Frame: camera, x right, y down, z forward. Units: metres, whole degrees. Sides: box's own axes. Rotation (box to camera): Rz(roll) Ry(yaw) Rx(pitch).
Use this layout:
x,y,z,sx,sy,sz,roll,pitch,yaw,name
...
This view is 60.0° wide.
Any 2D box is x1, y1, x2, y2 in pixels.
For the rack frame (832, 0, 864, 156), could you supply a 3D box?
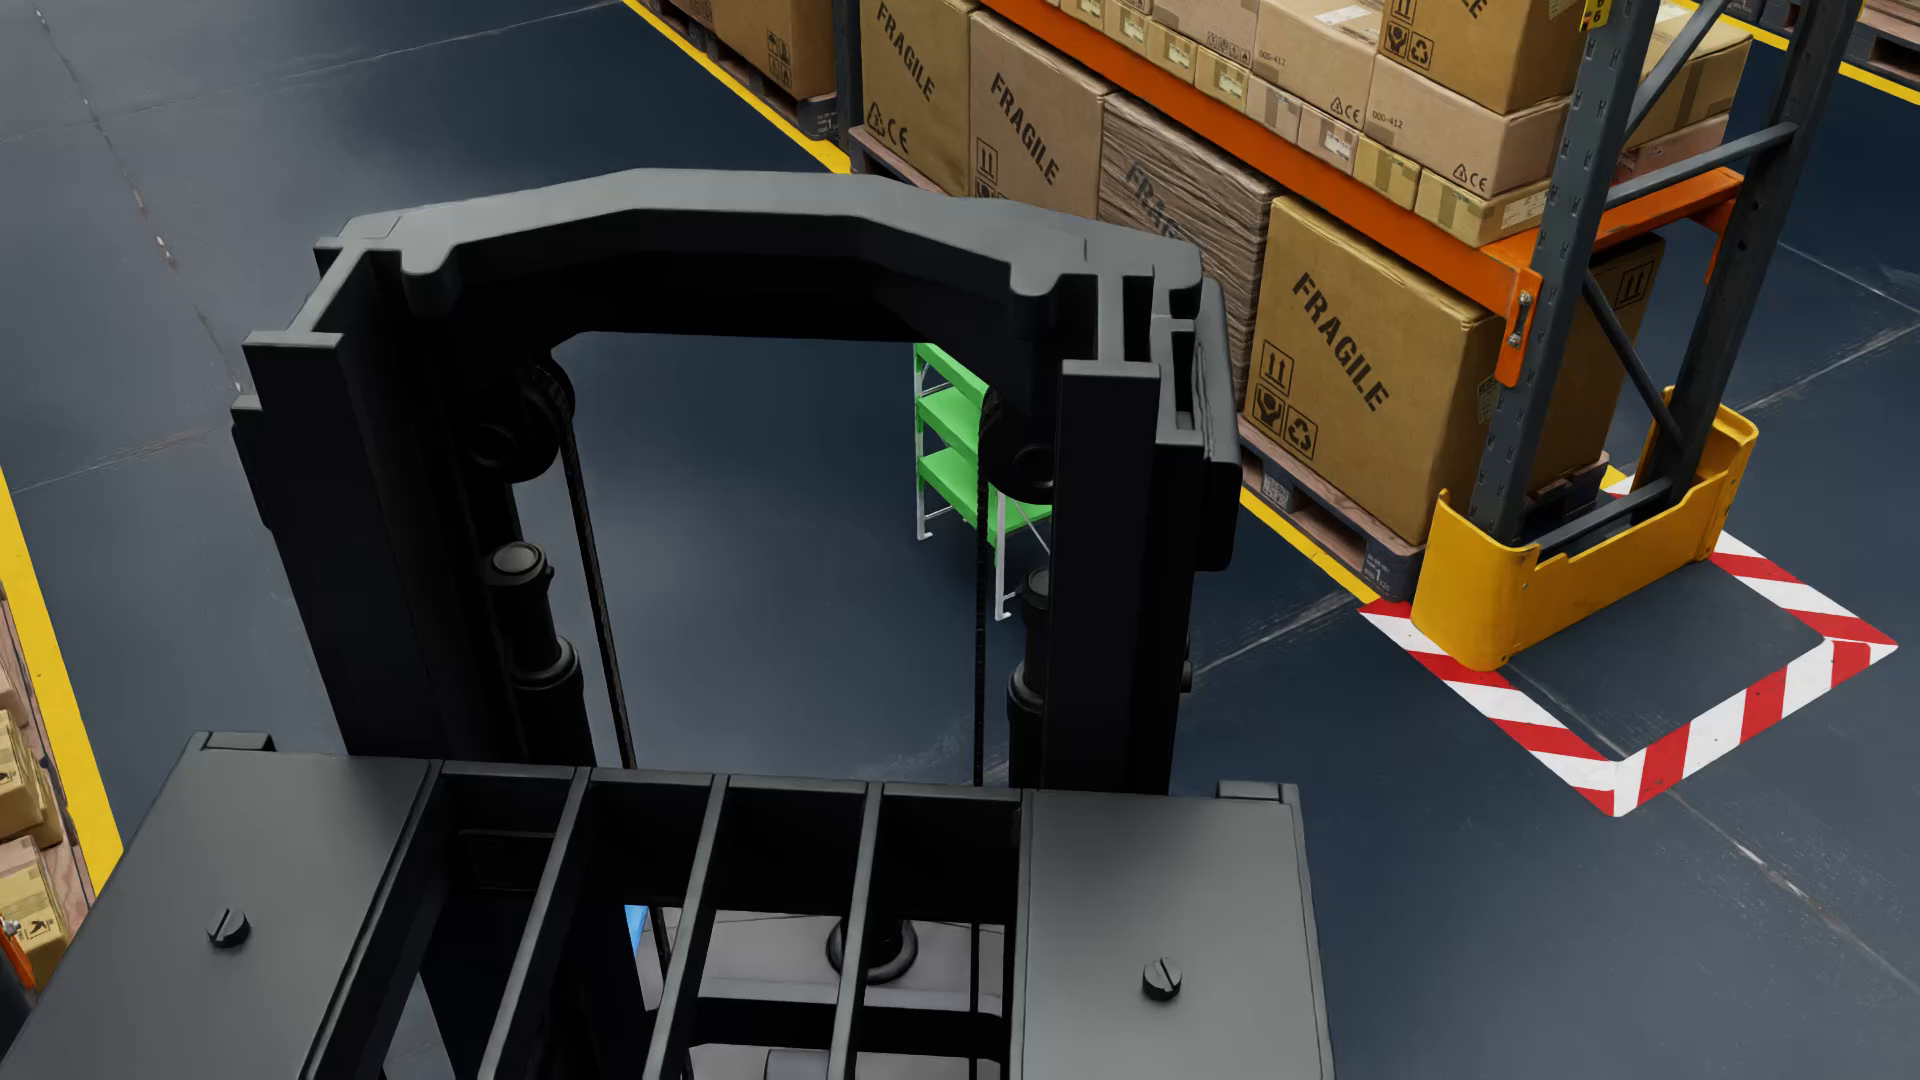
x,y,z,sx,sy,sz,roll,pitch,yaw,name
-0.131,-3.184,7.228,1.000,3.000,0.127,-22,45,-24,rack frame

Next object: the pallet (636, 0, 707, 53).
x,y,z,sx,sy,sz,roll,pitch,yaw,name
-1.270,-3.162,9.380,1.003,0.211,1.213,-22,45,-24,pallet

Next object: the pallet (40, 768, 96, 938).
x,y,z,sx,sy,sz,roll,pitch,yaw,name
-2.665,1.207,4.136,1.003,0.211,1.213,-22,45,-24,pallet

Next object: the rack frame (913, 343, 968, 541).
x,y,z,sx,sy,sz,roll,pitch,yaw,name
-0.042,-0.503,5.417,0.240,1.200,0.015,-22,45,-24,rack frame

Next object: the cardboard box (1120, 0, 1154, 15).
x,y,z,sx,sy,sz,roll,pitch,yaw,name
0.706,-2.080,5.788,0.500,0.250,0.500,-22,45,-24,cardboard box

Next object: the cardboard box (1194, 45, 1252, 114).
x,y,z,sx,sy,sz,roll,pitch,yaw,name
1.000,-1.558,5.473,0.380,0.149,0.250,-23,45,-25,cardboard box

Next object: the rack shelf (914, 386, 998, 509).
x,y,z,sx,sy,sz,roll,pitch,yaw,name
0.089,-0.323,5.300,0.258,0.148,0.480,-22,45,-24,rack shelf

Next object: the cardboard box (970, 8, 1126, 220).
x,y,z,sx,sy,sz,roll,pitch,yaw,name
0.640,-1.660,6.730,0.875,0.875,0.875,-22,45,-24,cardboard box

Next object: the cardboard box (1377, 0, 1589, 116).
x,y,z,sx,sy,sz,roll,pitch,yaw,name
1.536,-1.542,4.557,0.500,0.500,0.500,-22,44,-24,cardboard box

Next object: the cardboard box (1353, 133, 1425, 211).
x,y,z,sx,sy,sz,roll,pitch,yaw,name
1.409,-1.147,4.980,0.380,0.149,0.250,-22,44,-24,cardboard box

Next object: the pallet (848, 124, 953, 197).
x,y,z,sx,sy,sz,roll,pitch,yaw,name
0.212,-1.675,7.596,1.003,0.211,1.213,-22,45,-24,pallet

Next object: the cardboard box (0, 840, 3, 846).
x,y,z,sx,sy,sz,roll,pitch,yaw,name
-2.588,0.807,4.105,0.380,0.149,0.250,-22,44,-24,cardboard box

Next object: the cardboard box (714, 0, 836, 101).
x,y,z,sx,sy,sz,roll,pitch,yaw,name
-0.492,-2.868,8.180,1.225,0.875,0.875,-22,45,-24,cardboard box

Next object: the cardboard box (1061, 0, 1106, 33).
x,y,z,sx,sy,sz,roll,pitch,yaw,name
0.587,-1.973,5.970,0.380,0.149,0.250,-24,45,-26,cardboard box

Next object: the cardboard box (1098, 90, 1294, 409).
x,y,z,sx,sy,sz,roll,pitch,yaw,name
1.119,-1.179,6.154,0.875,0.875,0.875,-22,45,-24,cardboard box

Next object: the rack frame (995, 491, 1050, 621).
x,y,z,sx,sy,sz,roll,pitch,yaw,name
0.220,-0.240,5.101,0.240,1.200,0.015,-22,45,-24,rack frame

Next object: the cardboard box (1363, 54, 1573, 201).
x,y,z,sx,sy,sz,roll,pitch,yaw,name
1.535,-1.252,4.794,0.500,0.250,0.500,-23,45,-25,cardboard box

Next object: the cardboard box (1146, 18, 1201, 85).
x,y,z,sx,sy,sz,roll,pitch,yaw,name
0.860,-1.698,5.641,0.380,0.149,0.250,-22,45,-24,cardboard box

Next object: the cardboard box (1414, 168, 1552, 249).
x,y,z,sx,sy,sz,roll,pitch,yaw,name
1.551,-1.007,4.812,0.380,0.149,0.250,-21,44,-24,cardboard box

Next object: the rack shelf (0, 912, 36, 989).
x,y,z,sx,sy,sz,roll,pitch,yaw,name
-3.292,-0.175,4.179,1.077,0.370,4.000,-22,45,-24,rack shelf

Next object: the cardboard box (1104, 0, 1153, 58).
x,y,z,sx,sy,sz,roll,pitch,yaw,name
0.729,-1.833,5.802,0.380,0.149,0.250,-21,44,-24,cardboard box

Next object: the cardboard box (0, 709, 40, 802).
x,y,z,sx,sy,sz,roll,pitch,yaw,name
-2.634,0.631,4.316,0.380,0.149,0.250,-21,44,-23,cardboard box

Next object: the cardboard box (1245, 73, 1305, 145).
x,y,z,sx,sy,sz,roll,pitch,yaw,name
1.141,-1.419,5.306,0.380,0.149,0.250,-21,44,-24,cardboard box

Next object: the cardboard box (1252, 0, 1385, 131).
x,y,z,sx,sy,sz,roll,pitch,yaw,name
1.263,-1.526,5.123,0.500,0.250,0.500,-23,45,-25,cardboard box

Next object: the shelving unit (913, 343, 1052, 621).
x,y,z,sx,sy,sz,roll,pitch,yaw,name
0.089,-0.372,5.259,0.258,1.200,0.503,-22,45,-24,shelving unit

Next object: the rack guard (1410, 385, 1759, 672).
x,y,z,sx,sy,sz,roll,pitch,yaw,name
2.033,-0.052,5.422,1.175,0.500,0.348,-22,45,-24,rack guard

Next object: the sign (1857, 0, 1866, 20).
x,y,z,sx,sy,sz,roll,pitch,yaw,name
2.491,-1.576,4.560,0.100,0.325,0.005,-22,45,-24,sign

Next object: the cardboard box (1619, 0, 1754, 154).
x,y,z,sx,sy,sz,roll,pitch,yaw,name
1.989,-1.434,5.012,0.500,0.250,0.500,-23,45,-25,cardboard box

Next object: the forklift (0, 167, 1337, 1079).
x,y,z,sx,sy,sz,roll,pitch,yaw,name
-0.236,1.193,2.028,1.130,2.935,3.031,2,40,3,forklift

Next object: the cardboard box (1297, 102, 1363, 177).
x,y,z,sx,sy,sz,roll,pitch,yaw,name
1.275,-1.284,5.144,0.380,0.149,0.250,-22,45,-24,cardboard box

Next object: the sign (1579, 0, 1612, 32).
x,y,z,sx,sy,sz,roll,pitch,yaw,name
1.555,-1.382,3.975,0.100,0.325,0.005,-22,45,-24,sign

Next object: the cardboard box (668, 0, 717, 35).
x,y,z,sx,sy,sz,roll,pitch,yaw,name
-0.973,-3.350,8.758,1.225,0.875,0.875,-24,45,-26,cardboard box

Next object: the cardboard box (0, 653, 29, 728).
x,y,z,sx,sy,sz,roll,pitch,yaw,name
-2.901,0.479,4.731,0.380,0.149,0.250,-24,46,-26,cardboard box

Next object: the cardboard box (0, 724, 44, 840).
x,y,z,sx,sy,sz,roll,pitch,yaw,name
-2.489,0.646,4.066,0.380,0.149,0.250,-22,45,-25,cardboard box

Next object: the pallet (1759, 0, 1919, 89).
x,y,z,sx,sy,sz,roll,pitch,yaw,name
5.133,-2.775,8.915,1.003,0.211,1.213,-22,45,-24,pallet

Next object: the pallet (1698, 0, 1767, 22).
x,y,z,sx,sy,sz,roll,pitch,yaw,name
4.473,-3.434,9.706,1.003,0.211,1.213,-22,45,-24,pallet

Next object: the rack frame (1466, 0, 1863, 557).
x,y,z,sx,sy,sz,roll,pitch,yaw,name
2.020,-1.025,4.637,1.000,3.000,0.127,-22,45,-24,rack frame

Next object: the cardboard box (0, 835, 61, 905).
x,y,z,sx,sy,sz,roll,pitch,yaw,name
-2.382,0.909,3.983,0.380,0.149,0.250,-22,45,-25,cardboard box

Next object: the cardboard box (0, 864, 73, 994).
x,y,z,sx,sy,sz,roll,pitch,yaw,name
-2.212,0.933,3.721,0.380,0.149,0.250,-24,46,-26,cardboard box

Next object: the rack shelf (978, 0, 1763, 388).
x,y,z,sx,sy,sz,roll,pitch,yaw,name
0.944,-1.828,6.163,1.077,0.370,4.000,-22,45,-24,rack shelf

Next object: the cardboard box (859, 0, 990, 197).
x,y,z,sx,sy,sz,roll,pitch,yaw,name
0.156,-2.145,7.313,0.875,0.875,0.875,-22,45,-24,cardboard box

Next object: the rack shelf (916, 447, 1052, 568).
x,y,z,sx,sy,sz,roll,pitch,yaw,name
0.089,-0.138,5.453,0.258,0.148,0.480,-22,45,-24,rack shelf

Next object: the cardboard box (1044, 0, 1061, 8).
x,y,z,sx,sy,sz,roll,pitch,yaw,name
0.445,-2.114,6.140,0.380,0.149,0.250,-22,44,-24,cardboard box

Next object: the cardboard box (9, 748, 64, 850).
x,y,z,sx,sy,sz,roll,pitch,yaw,name
-2.623,0.748,4.408,0.380,0.149,0.250,-22,44,-24,cardboard box

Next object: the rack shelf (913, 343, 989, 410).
x,y,z,sx,sy,sz,roll,pitch,yaw,name
0.089,-0.507,5.146,0.258,0.148,0.480,-22,45,-24,rack shelf

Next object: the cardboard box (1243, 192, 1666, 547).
x,y,z,sx,sy,sz,roll,pitch,yaw,name
1.608,-0.688,5.564,0.875,0.875,0.875,-22,45,-24,cardboard box

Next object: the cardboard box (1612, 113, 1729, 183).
x,y,z,sx,sy,sz,roll,pitch,yaw,name
2.107,-1.234,5.084,0.380,0.149,0.250,-22,44,-24,cardboard box

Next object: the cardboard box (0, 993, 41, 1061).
x,y,z,sx,sy,sz,roll,pitch,yaw,name
-2.282,1.076,3.782,0.380,0.149,0.250,-20,44,-23,cardboard box

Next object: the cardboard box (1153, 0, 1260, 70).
x,y,z,sx,sy,sz,roll,pitch,yaw,name
0.989,-1.801,5.452,0.500,0.250,0.500,-24,45,-26,cardboard box

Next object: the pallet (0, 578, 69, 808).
x,y,z,sx,sy,sz,roll,pitch,yaw,name
-3.316,0.549,4.926,1.003,0.211,1.213,-22,45,-24,pallet

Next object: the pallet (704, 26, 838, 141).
x,y,z,sx,sy,sz,roll,pitch,yaw,name
-0.610,-2.503,8.589,1.003,0.211,1.213,-22,45,-24,pallet

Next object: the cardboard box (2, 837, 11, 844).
x,y,z,sx,sy,sz,roll,pitch,yaw,name
-2.578,0.924,4.197,0.380,0.149,0.250,-22,44,-24,cardboard box

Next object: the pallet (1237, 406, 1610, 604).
x,y,z,sx,sy,sz,roll,pitch,yaw,name
1.524,-0.358,6.015,1.003,0.211,1.213,-22,45,-24,pallet
